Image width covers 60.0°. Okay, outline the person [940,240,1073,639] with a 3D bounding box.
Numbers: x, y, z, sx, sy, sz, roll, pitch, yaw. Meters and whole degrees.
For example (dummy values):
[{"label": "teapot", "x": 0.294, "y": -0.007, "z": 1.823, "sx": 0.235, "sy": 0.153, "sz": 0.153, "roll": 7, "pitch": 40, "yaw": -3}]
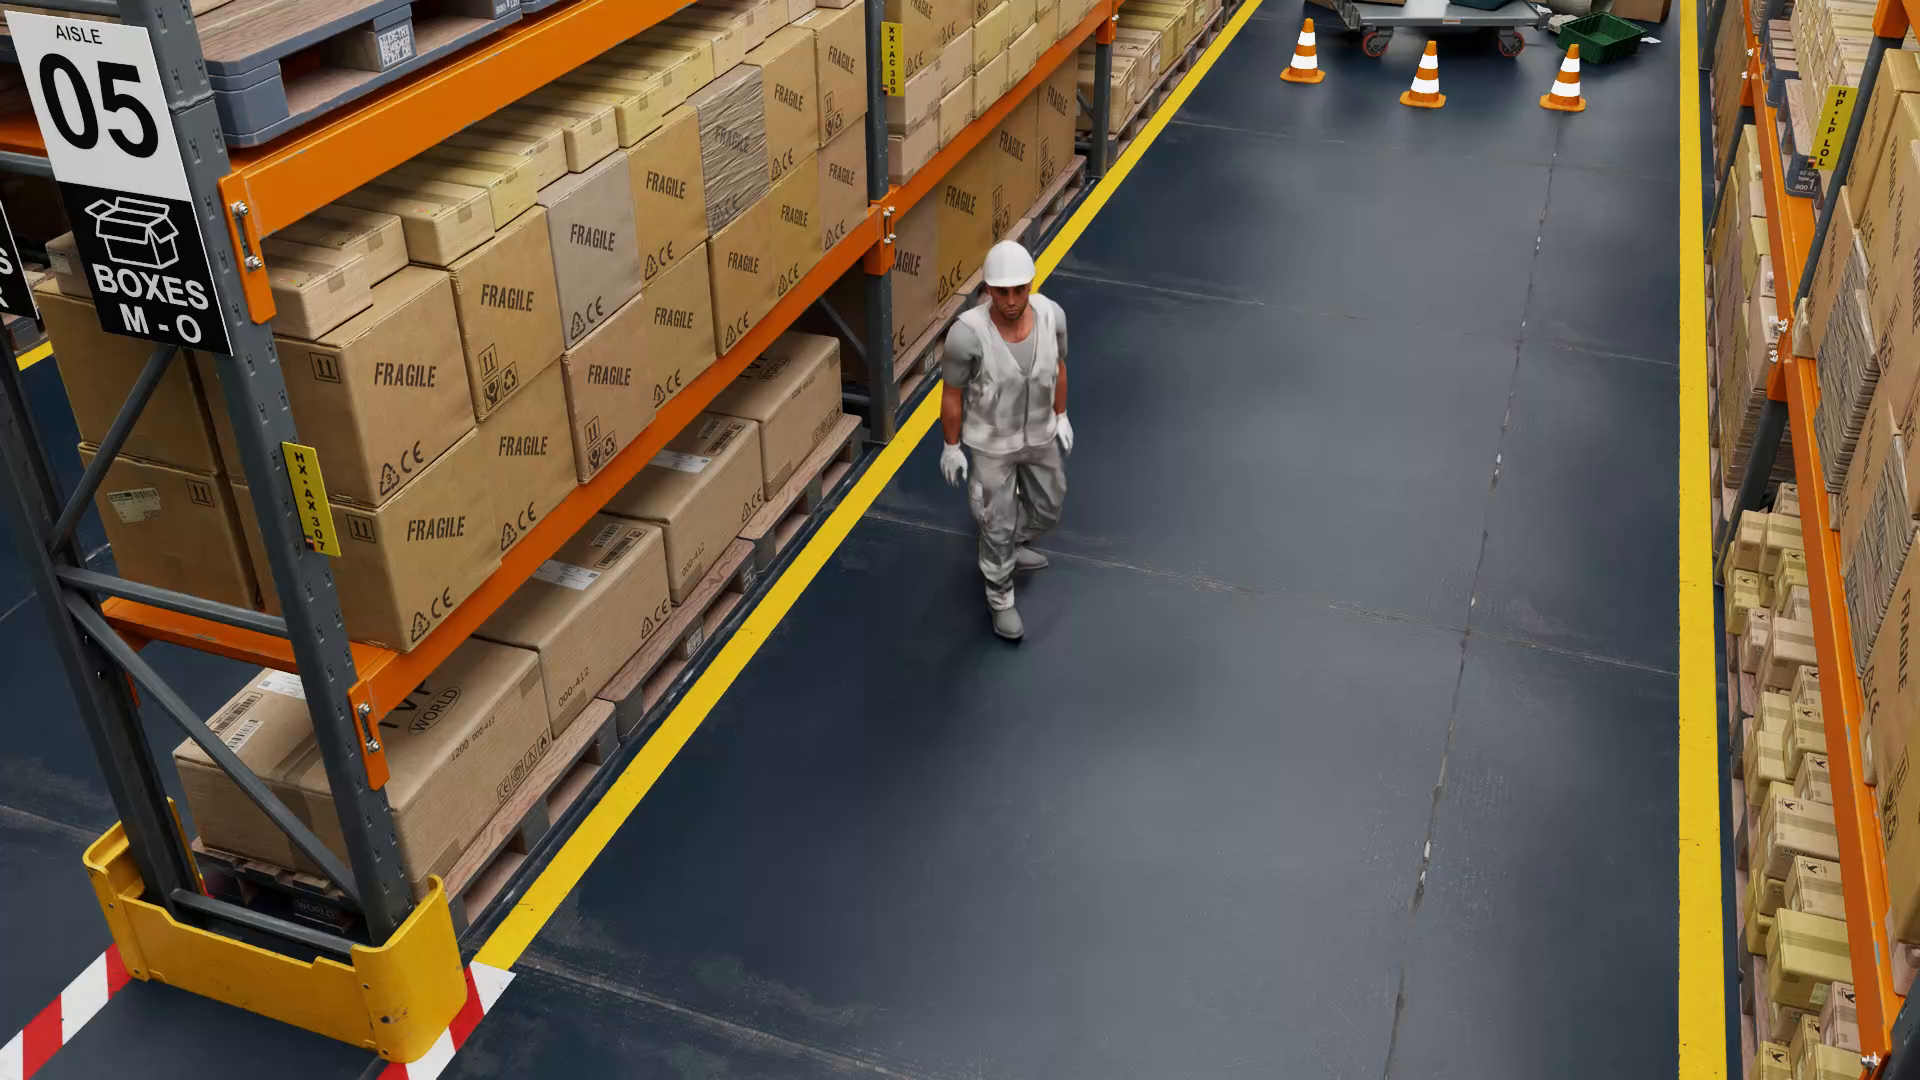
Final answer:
[{"label": "person", "x": 0.177, "y": -0.439, "z": 6.798, "sx": 0.586, "sy": 1.780, "sz": 0.583, "roll": -15, "pitch": 36, "yaw": -22}]
